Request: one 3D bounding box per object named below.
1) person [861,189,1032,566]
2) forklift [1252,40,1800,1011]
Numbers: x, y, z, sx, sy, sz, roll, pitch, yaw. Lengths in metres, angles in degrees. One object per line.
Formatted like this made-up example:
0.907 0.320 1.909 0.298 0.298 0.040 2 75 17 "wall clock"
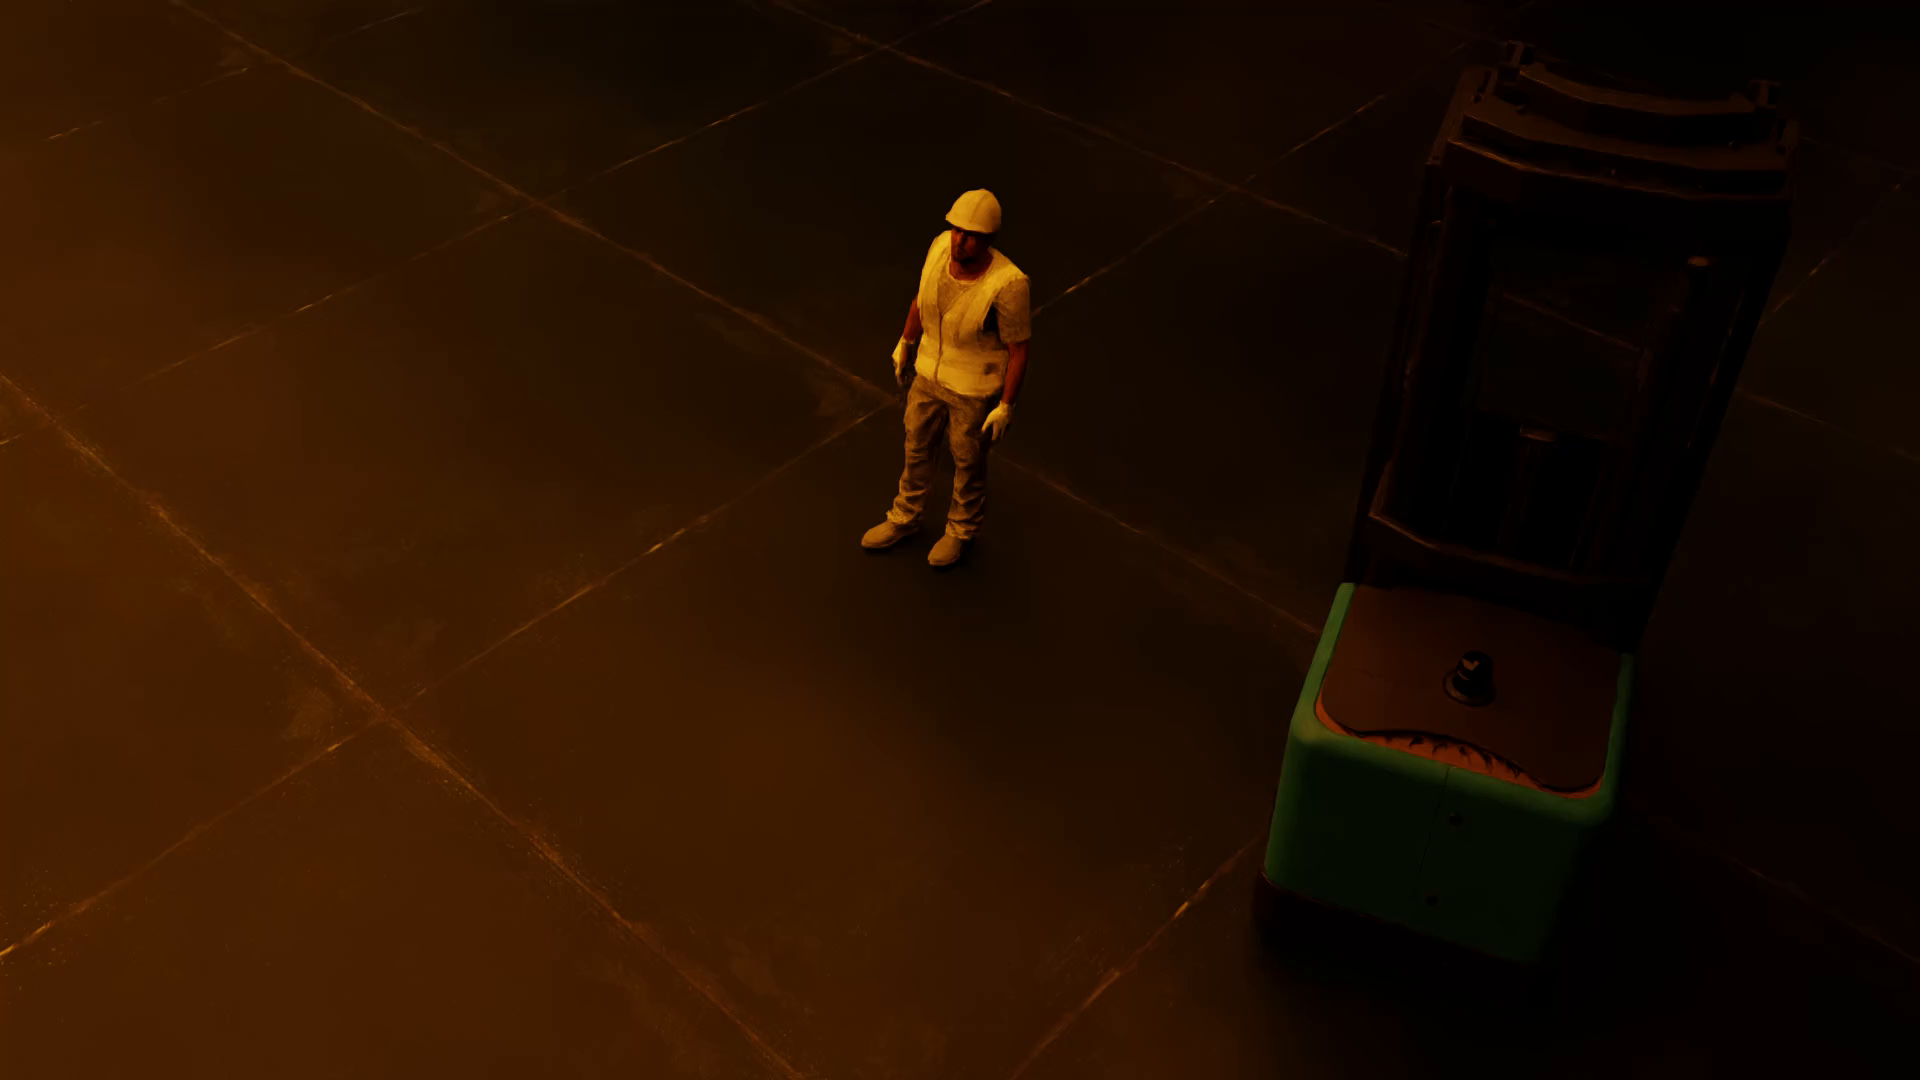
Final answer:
-0.055 -0.651 7.058 0.655 1.782 0.576 31 49 31 "person"
2.088 -0.465 5.970 1.130 2.935 3.031 15 43 17 "forklift"
